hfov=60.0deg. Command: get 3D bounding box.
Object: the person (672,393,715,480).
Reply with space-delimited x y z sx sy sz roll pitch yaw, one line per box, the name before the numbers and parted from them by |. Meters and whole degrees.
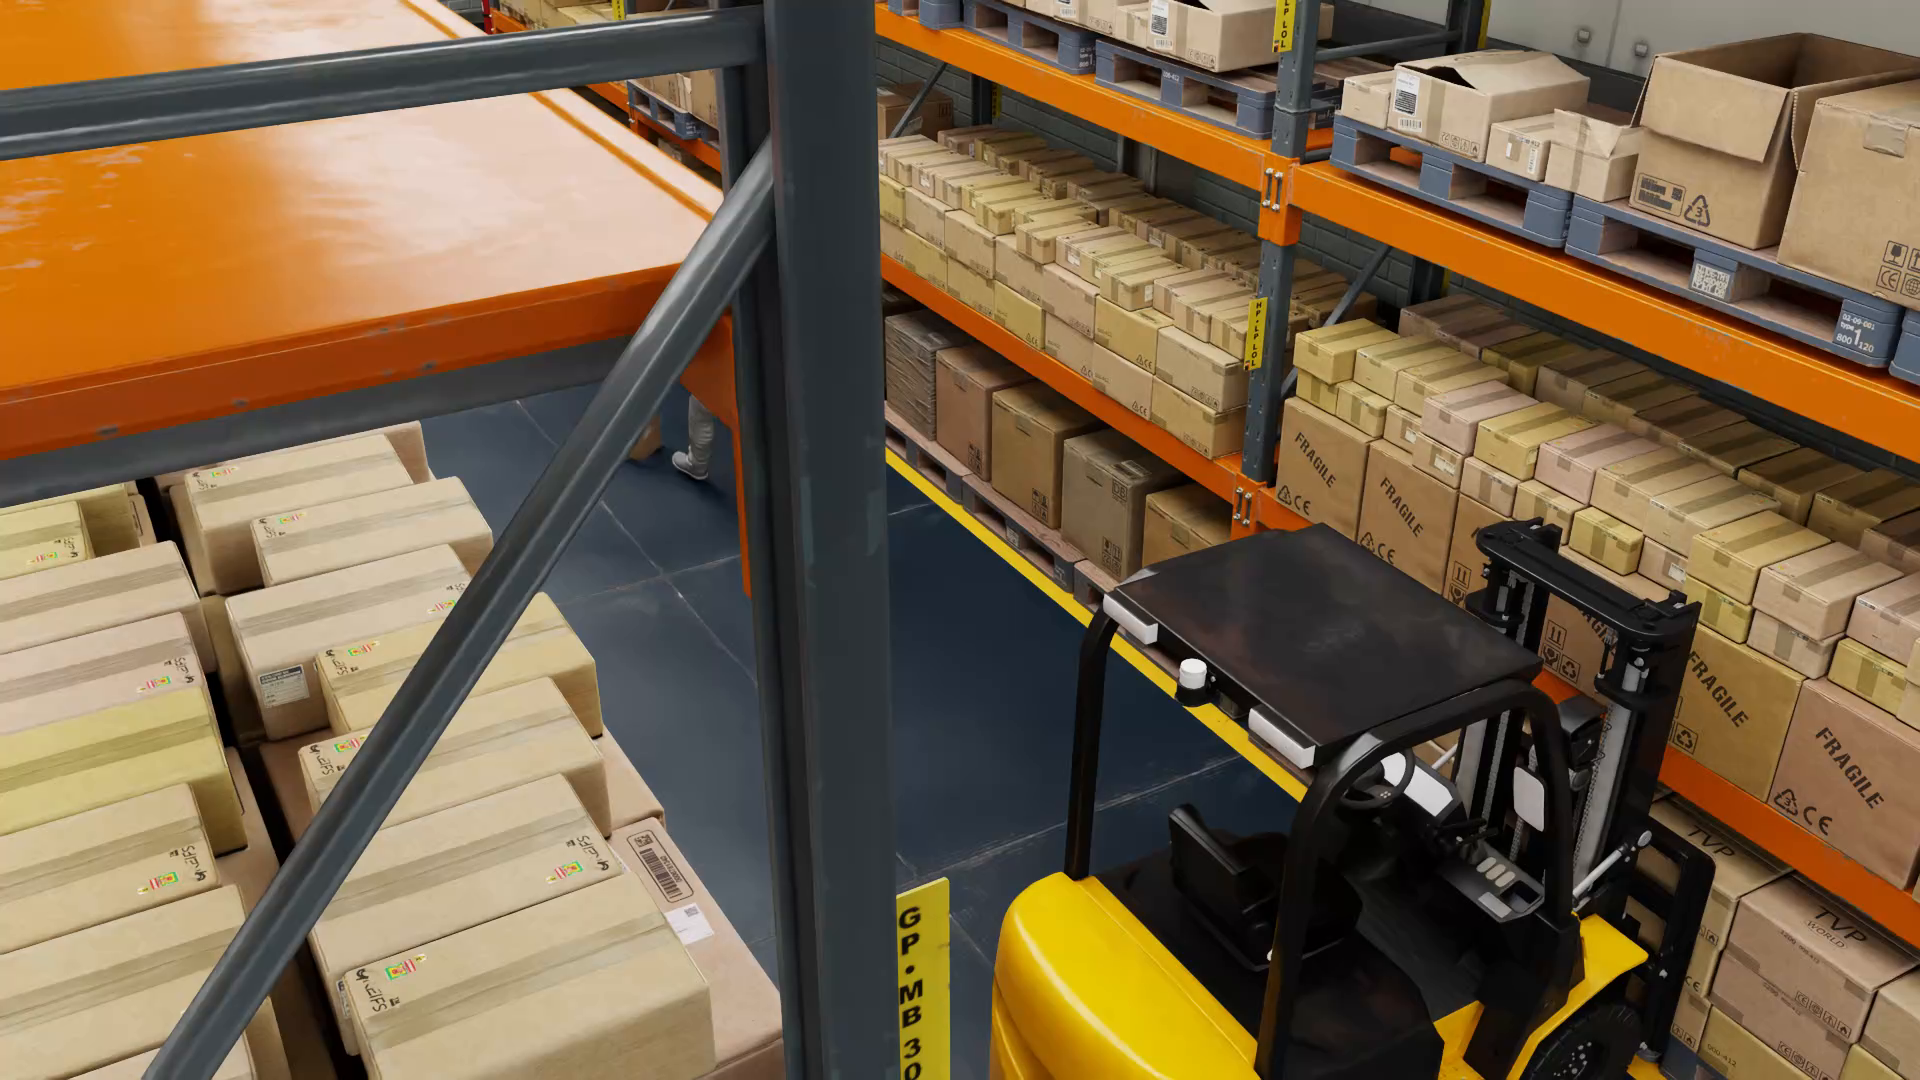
person | -1.422 -1.075 10.041 0.495 1.627 0.847 -20 35 -31
